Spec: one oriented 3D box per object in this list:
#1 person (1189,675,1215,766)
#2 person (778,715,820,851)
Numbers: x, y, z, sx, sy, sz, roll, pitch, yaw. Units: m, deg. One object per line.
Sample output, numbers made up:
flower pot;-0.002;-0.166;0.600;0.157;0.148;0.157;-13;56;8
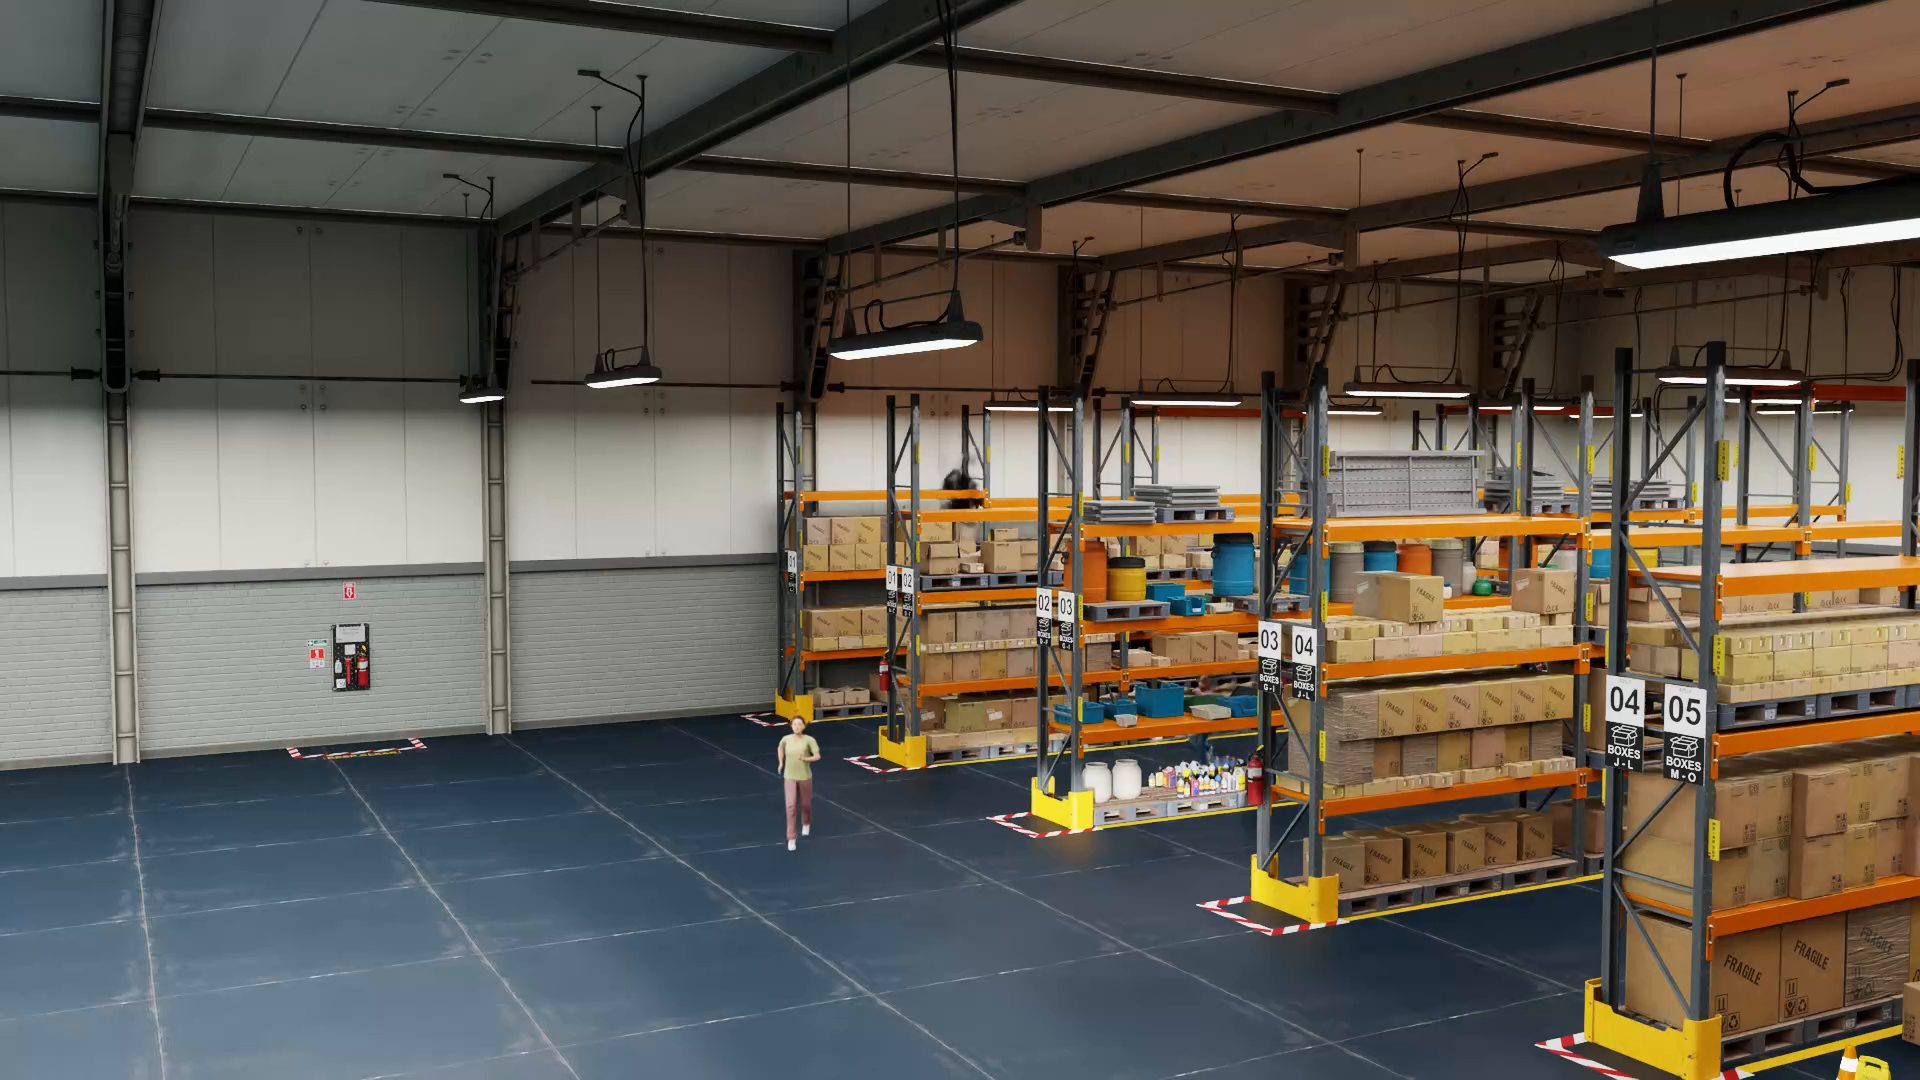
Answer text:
person;3.855;2.903;26.287;0.556;1.547;0.549;-3;4;-42
person;-2.085;3.087;21.486;0.573;1.659;0.964;0;3;0
